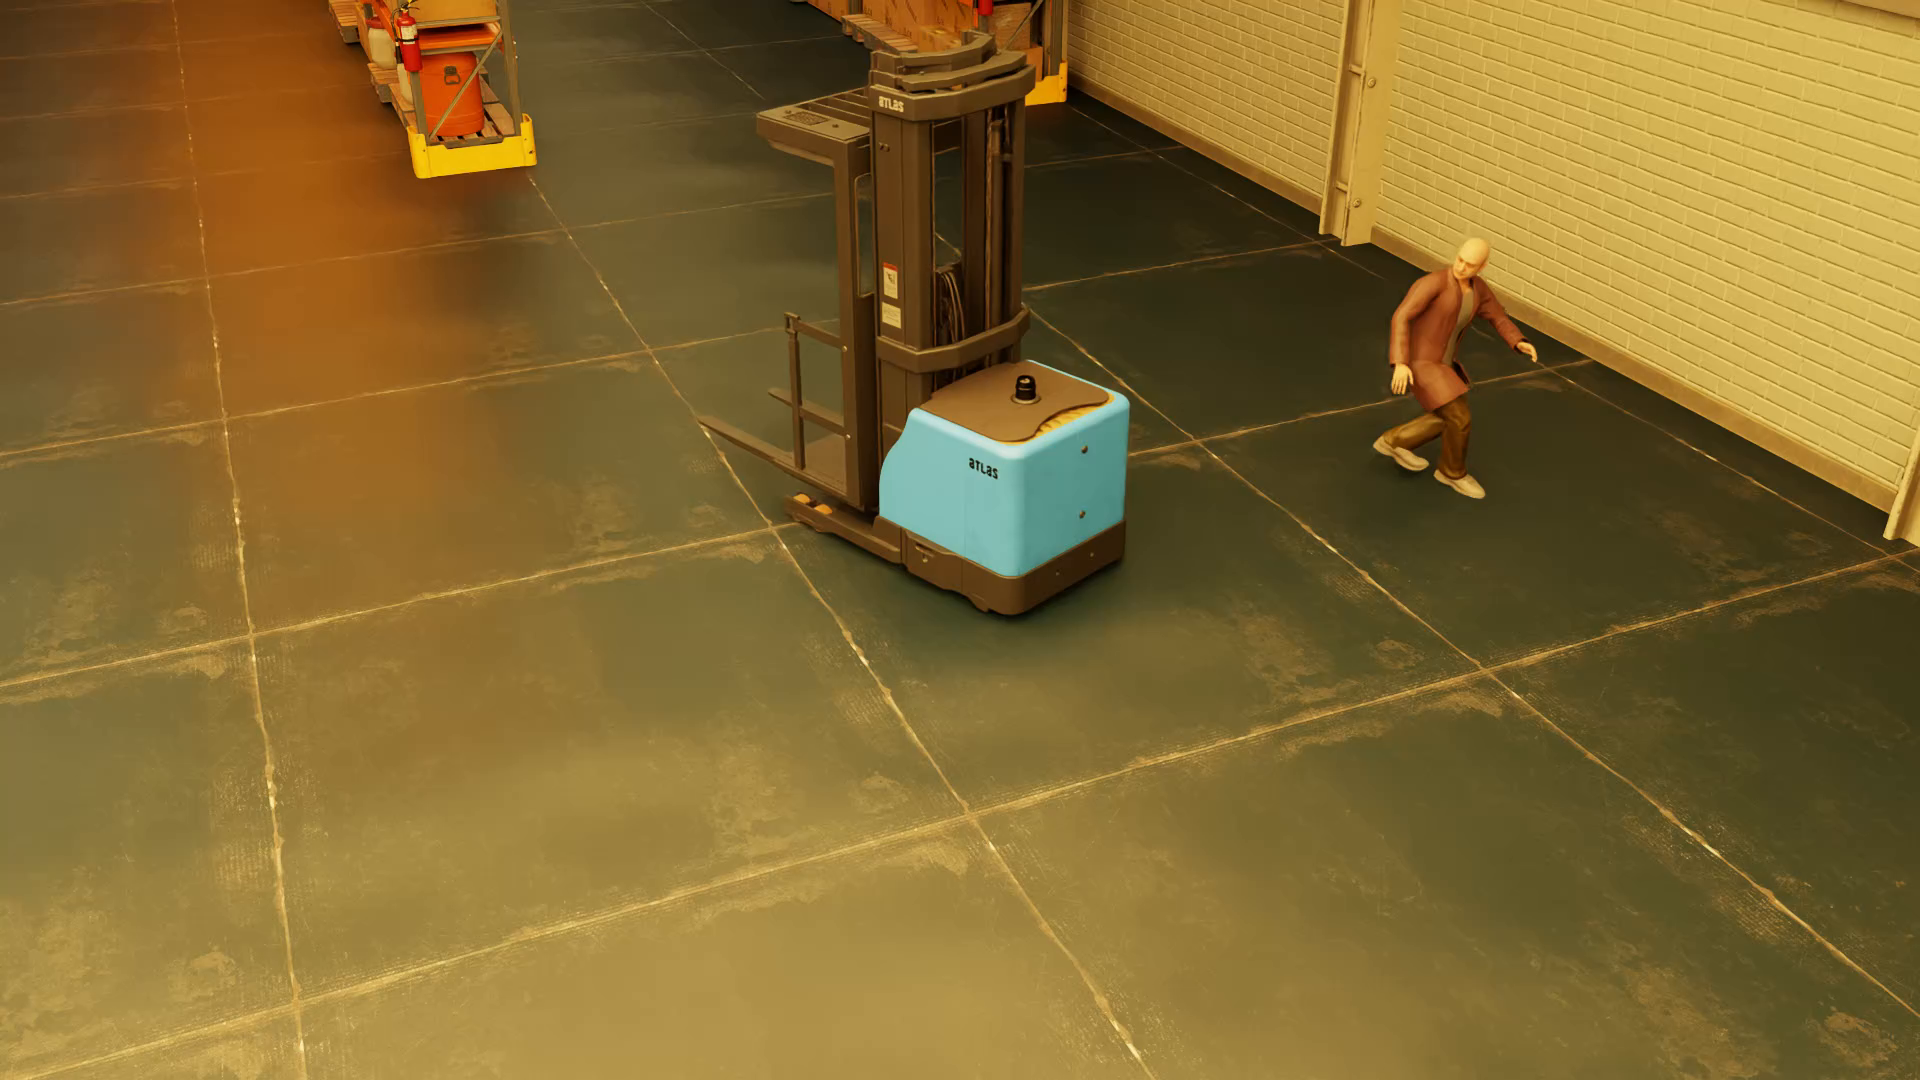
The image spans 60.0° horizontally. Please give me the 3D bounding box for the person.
[{"bbox_3d":[3.017,-1.037,10.248,0.911,1.647,0.926,25,38,36],"label":"person"}]

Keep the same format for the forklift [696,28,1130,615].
[{"bbox_3d":[-0.436,-1.483,9.714,3.031,2.935,1.130,26,39,37],"label":"forklift"}]
